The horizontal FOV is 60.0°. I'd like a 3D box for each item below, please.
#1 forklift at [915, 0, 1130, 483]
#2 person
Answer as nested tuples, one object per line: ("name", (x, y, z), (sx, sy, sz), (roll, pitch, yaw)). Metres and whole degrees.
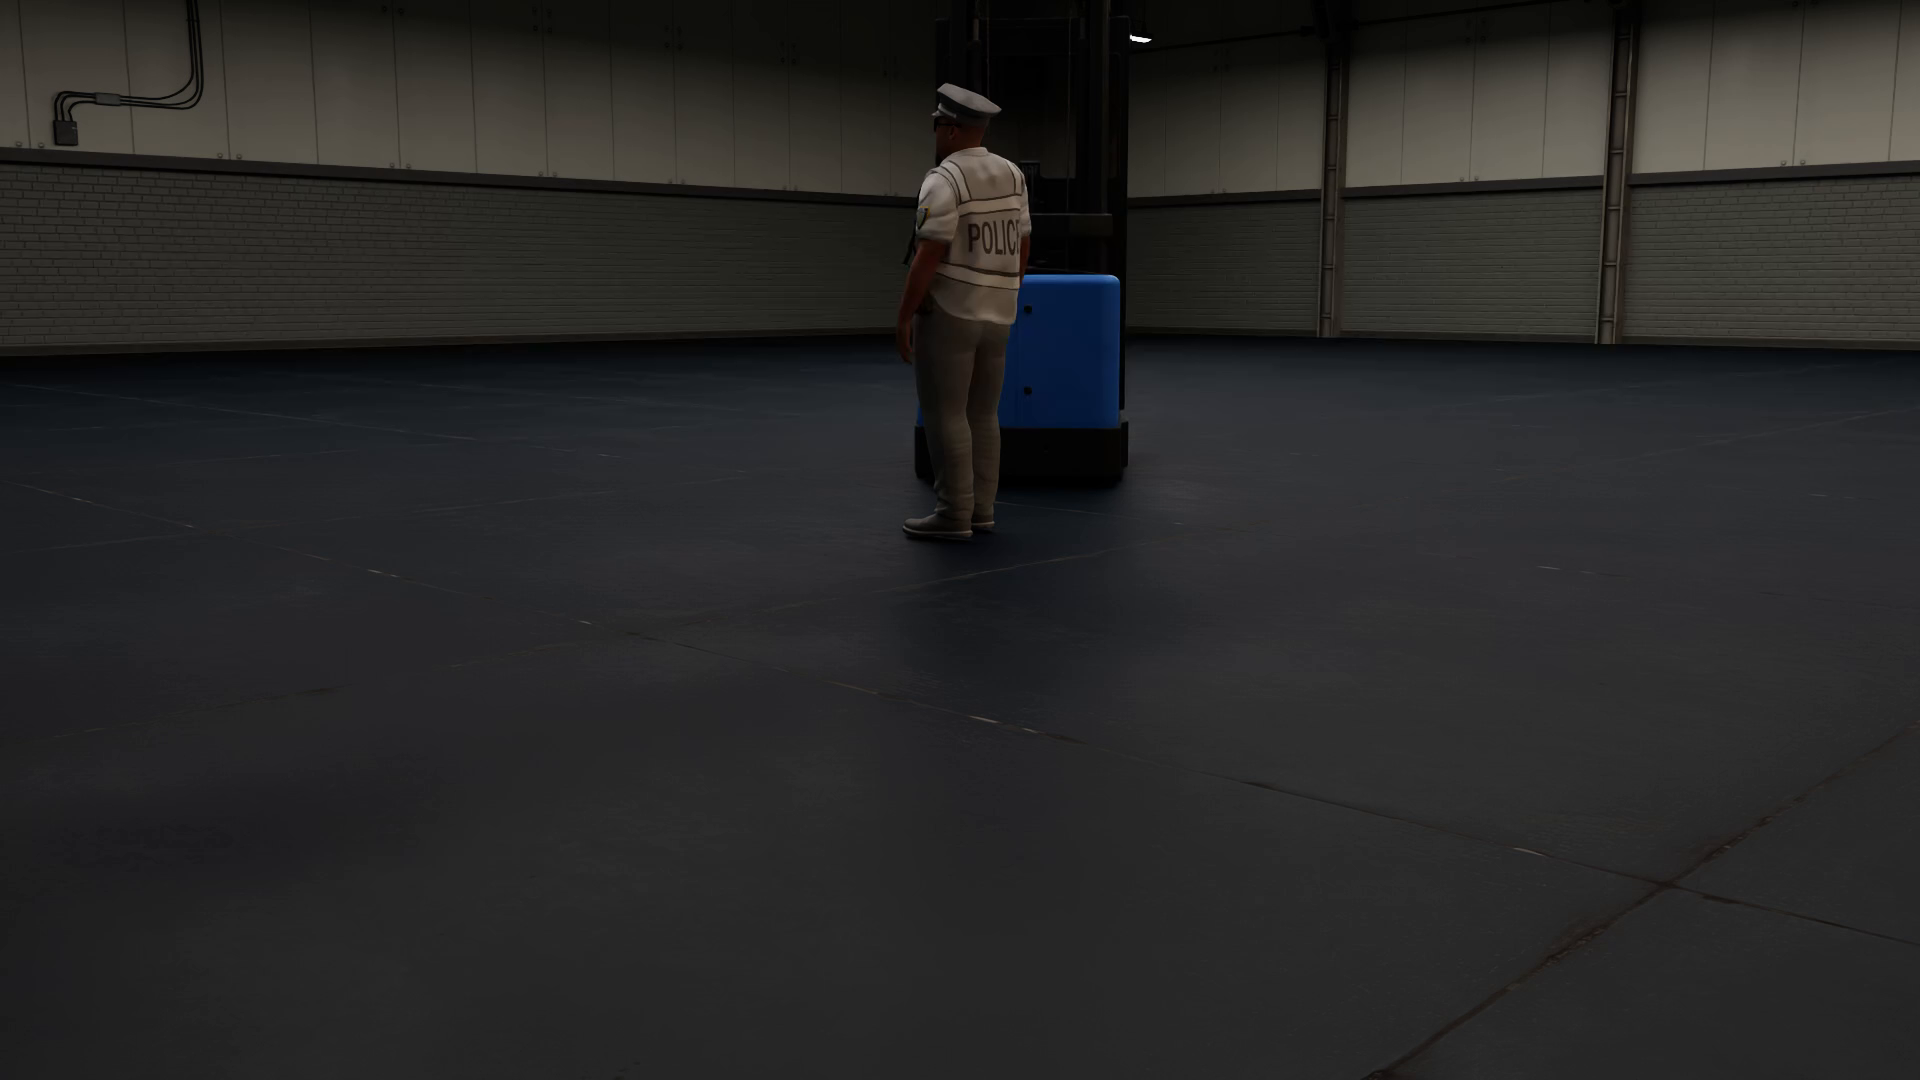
("forklift", (0.430, -1.929, 9.683), (1.130, 2.935, 3.031), (1, 9, 6))
("person", (-0.047, -0.897, 6.646), (0.575, 1.781, 0.640), (8, 12, 43))
